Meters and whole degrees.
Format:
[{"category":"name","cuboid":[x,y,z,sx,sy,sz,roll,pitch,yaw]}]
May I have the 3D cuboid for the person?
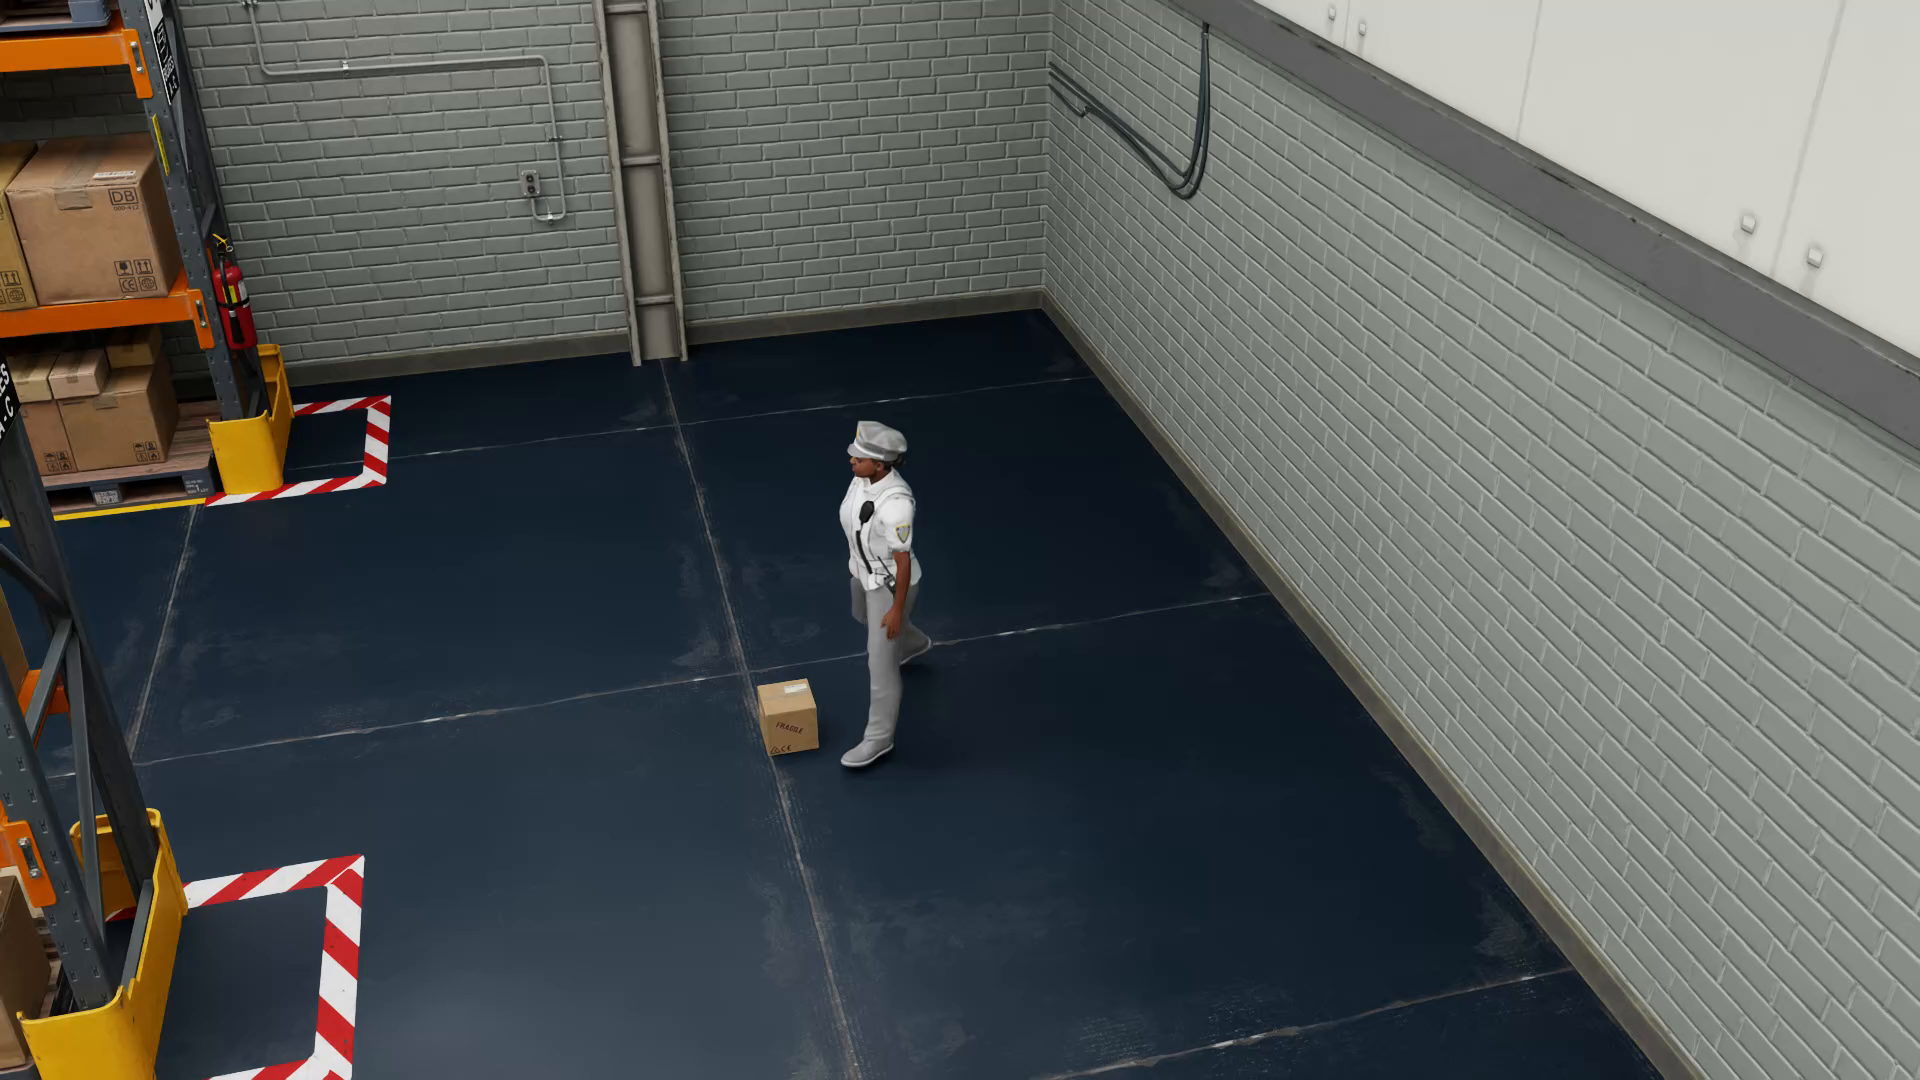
[{"category":"person","cuboid":[-0.374,0.146,7.948,0.724,1.671,0.763,-13,33,-21]}]
